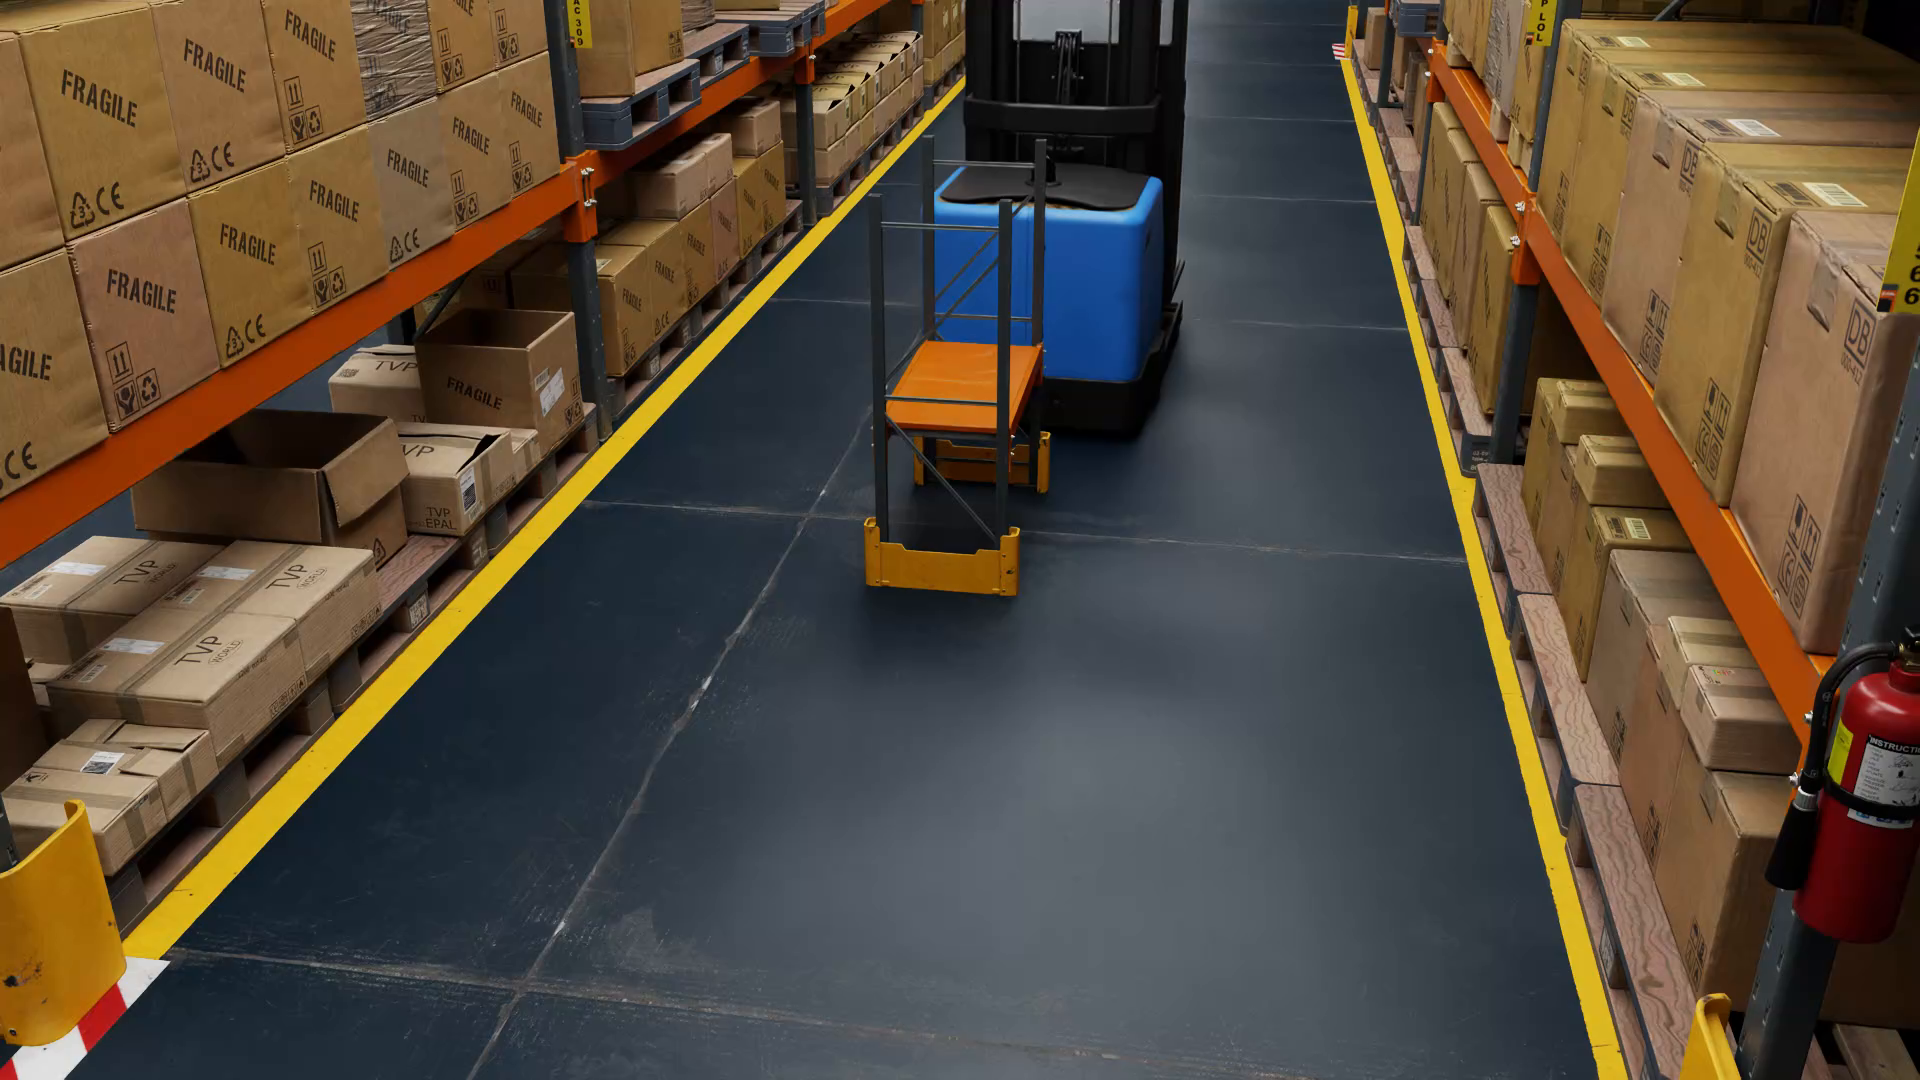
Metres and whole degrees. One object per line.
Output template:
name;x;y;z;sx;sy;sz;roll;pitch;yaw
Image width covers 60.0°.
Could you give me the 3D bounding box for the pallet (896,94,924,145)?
pallet;-0.907;-3.634;14.265;1.003;0.211;1.213;4;25;9

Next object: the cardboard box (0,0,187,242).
cardboard box;-2.376;-1.074;4.208;0.500;0.500;0.500;4;25;9

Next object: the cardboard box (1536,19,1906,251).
cardboard box;2.650;-1.431;5.914;0.980;0.700;0.700;4;25;9

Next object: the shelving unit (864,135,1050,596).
shelving unit;0.012;-0.711;6.500;0.587;1.500;1.083;4;25;9

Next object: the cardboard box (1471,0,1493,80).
cardboard box;2.823;-2.553;8.173;0.500;0.500;0.500;5;25;10

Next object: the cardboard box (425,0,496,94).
cardboard box;-2.041;-1.916;6.008;0.500;0.500;0.500;4;25;8

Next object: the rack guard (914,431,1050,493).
rack guard;0.094;-0.353;7.210;0.587;0.250;0.087;4;25;9

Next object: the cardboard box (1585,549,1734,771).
cardboard box;2.280;0.375;4.864;0.700;0.500;0.500;3;25;7

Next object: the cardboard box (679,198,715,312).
cardboard box;-1.648;-1.547;8.946;0.500;0.500;0.500;4;25;9

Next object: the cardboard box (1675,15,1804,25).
cardboard box;3.079;-1.884;6.745;0.500;0.500;0.500;3;25;7

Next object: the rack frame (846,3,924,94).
rack frame;-0.825;-5.208;14.338;1.000;3.000;0.127;4;25;9

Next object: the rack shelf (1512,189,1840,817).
rack shelf;2.428;-0.358;4.825;1.077;0.370;4.000;4;25;9

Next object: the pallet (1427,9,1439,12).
pallet;3.692;-3.937;11.849;1.003;0.211;1.213;4;25;9

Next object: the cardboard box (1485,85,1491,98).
cardboard box;2.887;-2.325;8.451;0.380;0.149;0.250;4;25;9

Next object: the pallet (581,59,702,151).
pallet;-1.894;-2.102;7.928;1.003;0.211;1.213;4;25;9

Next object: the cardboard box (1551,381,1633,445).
cardboard box;2.296;-0.436;5.831;0.380;0.149;0.250;5;26;10

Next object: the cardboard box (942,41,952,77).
cardboard box;-0.363;-4.535;15.647;0.500;0.250;0.500;4;25;9

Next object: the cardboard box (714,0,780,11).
cardboard box;-1.470;-3.499;10.074;0.700;0.500;0.500;-4;25;-9

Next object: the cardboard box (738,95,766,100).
cardboard box;-1.636;-2.970;11.643;0.500;0.311;0.500;5;25;10

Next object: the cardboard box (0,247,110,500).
cardboard box;-2.454;-0.402;3.952;0.500;0.500;0.500;5;25;10

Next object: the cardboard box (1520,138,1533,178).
cardboard box;2.531;-1.577;6.853;0.380;0.149;0.250;4;25;9

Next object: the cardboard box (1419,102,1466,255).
cardboard box;3.159;-2.111;9.763;0.750;0.750;0.750;4;25;8

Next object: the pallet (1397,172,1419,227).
pallet;3.538;-2.257;11.323;1.003;0.211;1.213;4;25;9

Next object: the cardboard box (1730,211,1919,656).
cardboard box;2.175;-0.197;3.279;0.980;0.700;0.700;5;26;11

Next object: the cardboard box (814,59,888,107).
cardboard box;-0.857;-3.581;12.949;0.500;0.311;0.500;4;25;8

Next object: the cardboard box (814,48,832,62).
cardboard box;-1.309;-3.826;13.471;0.500;0.311;0.500;3;25;7

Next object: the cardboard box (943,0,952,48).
cardboard box;-0.366;-4.874;15.489;0.500;0.500;0.500;4;25;9

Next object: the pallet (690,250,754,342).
pallet;-1.840;-1.454;9.607;1.003;0.211;1.213;4;25;9

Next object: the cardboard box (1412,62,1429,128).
cardboard box;3.924;-3.405;12.915;0.700;0.500;0.500;4;25;7

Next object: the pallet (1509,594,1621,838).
pallet;2.357;0.567;5.290;1.003;0.211;1.213;4;25;9

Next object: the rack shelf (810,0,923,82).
rack shelf;-1.152;-4.046;12.703;1.077;0.370;4.000;4;25;9

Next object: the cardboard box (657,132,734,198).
cardboard box;-1.568;-2.082;9.205;0.500;0.250;0.500;4;25;8

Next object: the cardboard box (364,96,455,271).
cardboard box;-2.126;-1.250;5.764;0.500;0.500;0.500;5;25;10

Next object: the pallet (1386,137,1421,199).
pallet;3.740;-2.766;12.410;1.003;0.211;1.213;4;25;9

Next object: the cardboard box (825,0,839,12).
cardboard box;-1.142;-3.855;11.553;0.500;0.311;0.500;4;25;8

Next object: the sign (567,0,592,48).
sign;-1.596;-2.220;6.933;0.100;0.325;0.005;4;25;9

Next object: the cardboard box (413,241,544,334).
cardboard box;-2.335;-1.155;8.110;0.500;0.500;0.500;4;25;8

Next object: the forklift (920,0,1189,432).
forklift;0.621;-2.426;8.476;1.130;2.935;3.031;5;26;11

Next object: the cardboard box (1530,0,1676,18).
cardboard box;2.579;-2.262;6.668;0.500;0.250;0.500;5;25;10

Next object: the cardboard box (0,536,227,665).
cardboard box;-2.755;0.217;5.472;0.500;0.250;0.500;4;25;9

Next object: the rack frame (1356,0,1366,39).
rack frame;4.716;-6.539;17.182;1.000;3.000;0.127;4;25;9

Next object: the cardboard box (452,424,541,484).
cardboard box;-1.948;-0.351;6.806;0.380;0.149;0.250;4;25;9

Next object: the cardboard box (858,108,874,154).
cardboard box;-0.943;-3.107;12.597;0.500;0.250;0.500;3;25;7

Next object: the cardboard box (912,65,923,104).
cardboard box;-0.607;-3.959;14.418;0.500;0.250;0.500;4;25;8

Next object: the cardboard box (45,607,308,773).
cardboard box;-2.336;0.440;4.996;0.500;0.250;0.500;4;25;9

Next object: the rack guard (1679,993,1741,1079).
rack guard;2.098;1.295;3.394;1.175;0.500;0.348;4;25;9
